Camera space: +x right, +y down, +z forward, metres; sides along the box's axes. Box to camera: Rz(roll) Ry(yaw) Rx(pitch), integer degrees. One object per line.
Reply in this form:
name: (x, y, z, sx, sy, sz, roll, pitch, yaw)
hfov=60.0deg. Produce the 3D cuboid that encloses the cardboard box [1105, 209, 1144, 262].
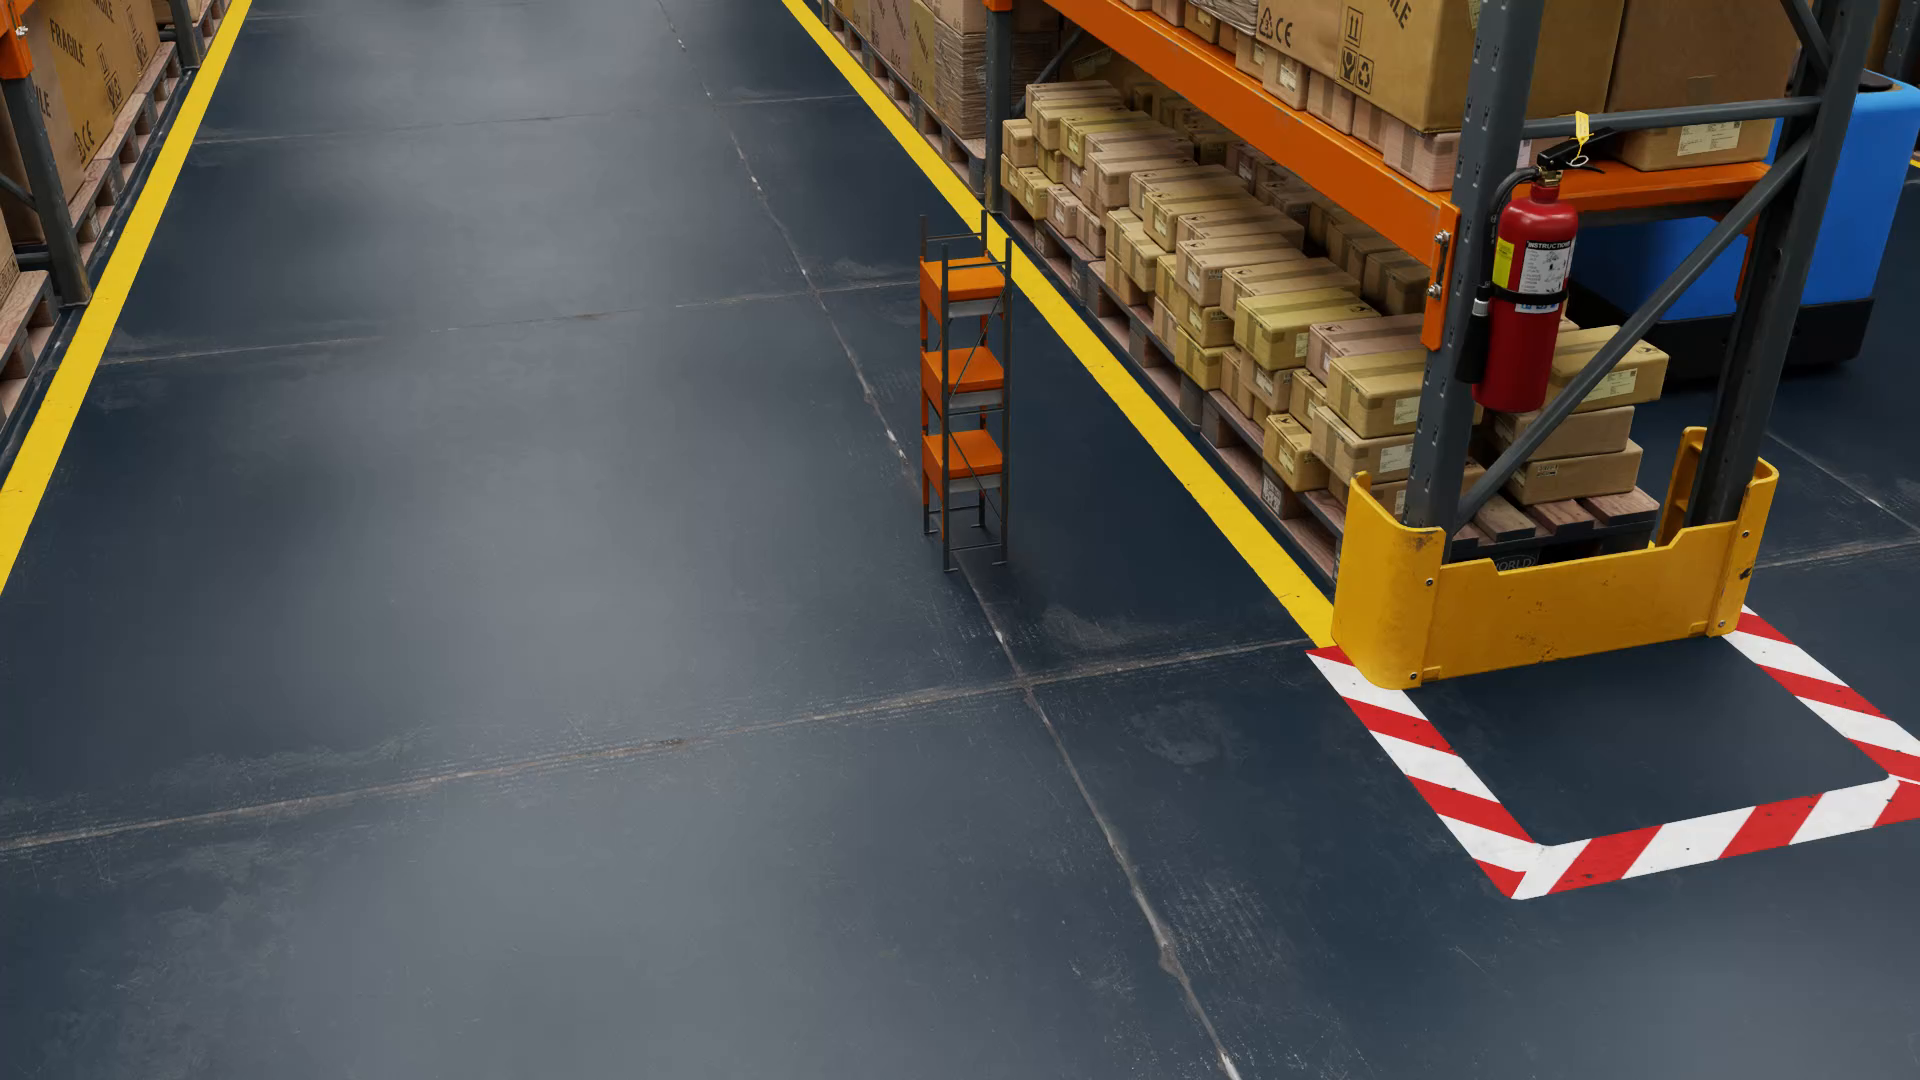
cardboard box: (0.783, -1.175, 6.416, 0.380, 0.149, 0.250, -8, 31, -14)

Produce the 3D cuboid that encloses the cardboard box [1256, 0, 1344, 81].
cardboard box: (1.180, -1.609, 4.638, 0.500, 0.500, 0.500, -8, 31, -14)

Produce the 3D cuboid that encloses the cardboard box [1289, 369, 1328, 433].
cardboard box: (1.246, -0.431, 5.131, 0.380, 0.149, 0.250, -9, 31, -14)

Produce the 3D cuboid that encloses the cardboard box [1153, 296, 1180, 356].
cardboard box: (0.926, -0.796, 6.057, 0.380, 0.149, 0.250, -7, 31, -12)

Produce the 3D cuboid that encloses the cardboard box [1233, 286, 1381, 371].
cardboard box: (1.092, -0.669, 5.244, 0.380, 0.149, 0.250, -9, 31, -14)

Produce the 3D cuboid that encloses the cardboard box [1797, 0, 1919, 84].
cardboard box: (5.237, -3.116, 9.340, 1.225, 0.875, 0.875, -8, 31, -13)

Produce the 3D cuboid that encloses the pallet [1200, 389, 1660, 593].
pallet: (1.477, -0.231, 5.439, 1.003, 0.211, 1.213, -8, 31, -13)

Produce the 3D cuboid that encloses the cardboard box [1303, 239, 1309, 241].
cardboard box: (1.319, -1.126, 6.330, 0.380, 0.149, 0.250, -6, 31, -11)

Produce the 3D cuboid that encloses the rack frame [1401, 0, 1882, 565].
rack frame: (1.679, -1.004, 3.991, 1.000, 3.000, 0.127, -8, 31, -13)

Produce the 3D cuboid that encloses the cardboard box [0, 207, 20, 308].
cardboard box: (-4.065, -0.985, 6.095, 0.875, 0.438, 0.875, -8, 31, -14)

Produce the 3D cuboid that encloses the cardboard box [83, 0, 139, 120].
cardboard box: (-4.854, -2.647, 8.531, 0.875, 0.875, 0.875, -7, 31, -13)

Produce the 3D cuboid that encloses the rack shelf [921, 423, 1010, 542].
rack shelf: (0.014, -0.179, 5.087, 0.215, 0.259, 0.240, -8, 31, -13)

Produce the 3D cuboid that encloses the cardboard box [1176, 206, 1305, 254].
cardboard box: (0.996, -1.067, 5.932, 0.380, 0.149, 0.250, -9, 31, -15)

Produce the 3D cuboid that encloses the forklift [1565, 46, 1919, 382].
forklift: (2.565, -2.568, 6.760, 1.130, 2.935, 3.031, -7, 31, -13)

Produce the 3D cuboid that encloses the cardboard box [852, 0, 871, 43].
cardboard box: (-0.366, -3.350, 10.120, 0.500, 0.500, 0.500, -7, 31, -13)

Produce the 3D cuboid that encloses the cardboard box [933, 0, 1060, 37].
cardboard box: (0.176, -2.687, 8.225, 0.500, 0.250, 0.500, -9, 31, -15)

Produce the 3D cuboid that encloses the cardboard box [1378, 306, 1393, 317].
cardboard box: (1.656, -0.753, 5.686, 0.380, 0.149, 0.250, -7, 31, -12)

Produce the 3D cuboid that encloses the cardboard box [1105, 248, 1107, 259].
cardboard box: (0.812, -1.183, 6.726, 0.380, 0.149, 0.250, -9, 31, -15)

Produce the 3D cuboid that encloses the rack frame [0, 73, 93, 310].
rack frame: (-4.128, -2.229, 6.107, 1.000, 3.000, 0.127, -8, 31, -13)

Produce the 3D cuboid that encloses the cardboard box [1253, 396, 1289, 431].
cardboard box: (1.185, -0.429, 5.423, 0.380, 0.149, 0.250, -8, 31, -14)

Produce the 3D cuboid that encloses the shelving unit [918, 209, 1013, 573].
shelving unit: (0.014, -0.429, 4.942, 0.215, 1.050, 0.252, -8, 31, -13)

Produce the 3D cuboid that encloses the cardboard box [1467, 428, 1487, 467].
cardboard box: (1.700, -0.363, 5.310, 0.380, 0.149, 0.250, -8, 31, -13)

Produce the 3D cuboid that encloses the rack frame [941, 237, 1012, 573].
rack frame: (0.047, -0.370, 4.841, 0.200, 1.050, 0.008, -8, 31, -13)

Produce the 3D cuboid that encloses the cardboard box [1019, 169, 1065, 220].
cardboard box: (0.475, -1.537, 7.338, 0.380, 0.149, 0.250, -7, 31, -12)

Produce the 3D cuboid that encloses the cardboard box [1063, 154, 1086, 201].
cardboard box: (0.658, -1.572, 7.102, 0.380, 0.149, 0.250, -8, 31, -14)

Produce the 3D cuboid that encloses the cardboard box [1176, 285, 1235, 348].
cardboard box: (0.974, -0.797, 5.763, 0.380, 0.149, 0.250, -7, 31, -13)

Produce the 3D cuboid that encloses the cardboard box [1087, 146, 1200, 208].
cardboard box: (0.720, -1.435, 6.567, 0.380, 0.149, 0.250, -7, 31, -12)

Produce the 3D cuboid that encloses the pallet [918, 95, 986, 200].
pallet: (0.409, -2.105, 8.677, 1.003, 0.211, 1.213, -8, 31, -13)

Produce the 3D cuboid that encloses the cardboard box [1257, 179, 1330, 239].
cardboard box: (1.340, -1.250, 6.248, 0.380, 0.149, 0.250, -8, 31, -13)

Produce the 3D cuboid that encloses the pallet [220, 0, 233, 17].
pallet: (-5.716, -3.920, 11.812, 1.003, 0.211, 1.213, -8, 31, -13)

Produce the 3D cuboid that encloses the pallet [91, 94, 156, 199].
pallet: (-4.733, -1.975, 8.452, 1.003, 0.211, 1.213, -8, 31, -13)

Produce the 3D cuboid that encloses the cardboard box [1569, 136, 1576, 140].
cardboard box: (1.802, -1.213, 4.602, 0.380, 0.149, 0.250, -7, 31, -11)

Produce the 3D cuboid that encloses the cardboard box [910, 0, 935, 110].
cardboard box: (0.042, -2.608, 8.838, 0.500, 0.500, 0.500, -9, 31, -14)

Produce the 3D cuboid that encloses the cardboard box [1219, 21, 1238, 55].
cardboard box: (1.063, -1.649, 5.356, 0.380, 0.149, 0.250, -9, 31, -15)

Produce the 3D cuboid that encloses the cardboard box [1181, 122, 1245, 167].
cardboard box: (1.135, -1.631, 6.907, 0.380, 0.149, 0.250, -7, 31, -12)

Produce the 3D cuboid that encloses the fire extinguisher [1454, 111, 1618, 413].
fire extinguisher: (1.301, -0.627, 3.788, 0.296, 0.674, 0.183, -8, 31, -13)

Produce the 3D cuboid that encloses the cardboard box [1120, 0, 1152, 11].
cardboard box: (0.773, -2.018, 5.992, 0.380, 0.149, 0.250, -7, 31, -11)

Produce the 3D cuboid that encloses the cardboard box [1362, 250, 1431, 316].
cardboard box: (1.589, -0.873, 5.596, 0.380, 0.149, 0.250, -9, 31, -16)

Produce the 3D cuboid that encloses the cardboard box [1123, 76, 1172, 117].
cardboard box: (0.963, -2.004, 7.552, 0.380, 0.149, 0.250, -7, 31, -12)

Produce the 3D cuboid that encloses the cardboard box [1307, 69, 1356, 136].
cardboard box: (1.209, -1.260, 4.683, 0.380, 0.149, 0.250, -8, 31, -14)

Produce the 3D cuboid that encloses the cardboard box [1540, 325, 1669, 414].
cardboard box: (1.868, -0.508, 4.966, 0.380, 0.149, 0.250, -9, 31, -16)

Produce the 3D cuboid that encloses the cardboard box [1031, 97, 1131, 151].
cardboard box: (0.525, -1.807, 7.210, 0.380, 0.149, 0.250, -6, 31, -11)

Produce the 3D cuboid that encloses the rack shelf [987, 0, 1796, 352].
rack shelf: (1.148, -1.659, 5.840, 1.077, 0.370, 4.000, -8, 31, -13)

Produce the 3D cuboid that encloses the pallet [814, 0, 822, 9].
pallet: (-0.581, -4.052, 12.040, 1.003, 0.211, 1.213, -8, 31, -13)
